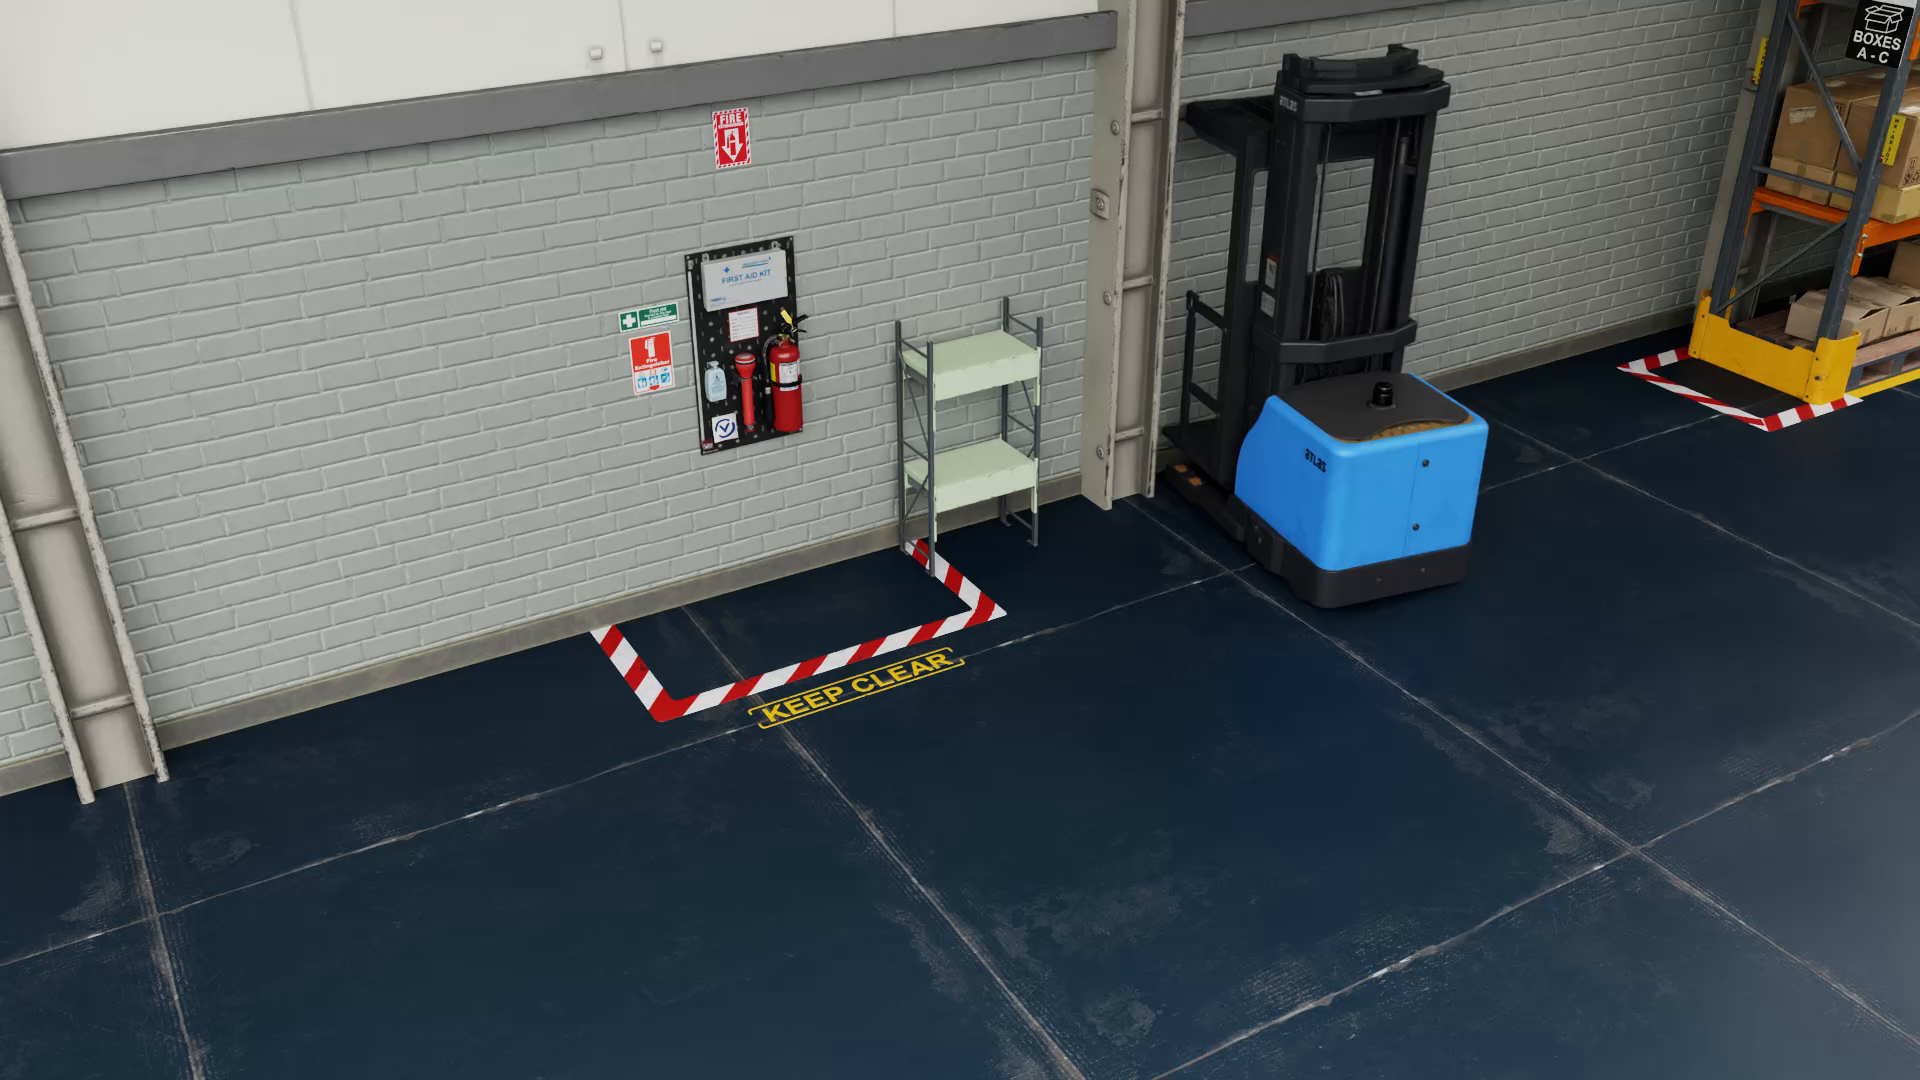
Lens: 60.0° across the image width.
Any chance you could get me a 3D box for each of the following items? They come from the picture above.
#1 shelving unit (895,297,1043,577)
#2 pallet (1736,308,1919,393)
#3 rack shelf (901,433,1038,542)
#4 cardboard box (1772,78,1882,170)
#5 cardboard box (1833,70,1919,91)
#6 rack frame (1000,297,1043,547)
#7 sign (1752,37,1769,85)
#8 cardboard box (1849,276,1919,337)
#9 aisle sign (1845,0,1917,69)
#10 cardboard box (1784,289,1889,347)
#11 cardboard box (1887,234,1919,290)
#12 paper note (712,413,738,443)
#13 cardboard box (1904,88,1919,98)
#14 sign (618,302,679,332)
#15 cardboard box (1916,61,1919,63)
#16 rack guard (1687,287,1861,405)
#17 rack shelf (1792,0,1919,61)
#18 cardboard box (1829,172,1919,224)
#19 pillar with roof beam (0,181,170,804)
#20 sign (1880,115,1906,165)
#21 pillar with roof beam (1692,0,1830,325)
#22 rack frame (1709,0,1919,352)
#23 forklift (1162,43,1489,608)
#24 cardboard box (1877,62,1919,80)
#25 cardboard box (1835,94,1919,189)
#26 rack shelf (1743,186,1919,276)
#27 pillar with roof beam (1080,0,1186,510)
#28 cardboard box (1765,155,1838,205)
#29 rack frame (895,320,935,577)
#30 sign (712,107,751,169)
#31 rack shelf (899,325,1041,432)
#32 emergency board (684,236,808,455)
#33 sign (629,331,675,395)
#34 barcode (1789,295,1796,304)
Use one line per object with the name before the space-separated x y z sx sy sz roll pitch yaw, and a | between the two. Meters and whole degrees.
shelving unit | 0.053 -0.609 9.900 0.755 1.500 0.431 -16 33 -27
pallet | 6.817 -1.535 12.911 1.213 0.211 1.003 -16 33 -26
rack shelf | 0.053 -0.324 10.058 0.720 0.370 0.431 -16 33 -27
cardboard box | 6.332 -3.029 12.090 0.500 0.500 0.500 -16 33 -27
cardboard box | 6.771 -3.148 12.306 0.500 0.500 0.500 -15 32 -26
rack frame | 0.367 -0.700 10.065 0.023 1.500 0.400 -16 33 -27
sign | 5.769 -3.435 11.942 0.005 0.325 0.100 -16 33 -26
cardboard box | 7.167 -1.840 12.905 0.500 0.311 0.500 -13 31 -22
aisle sign | 6.123 -3.549 10.984 0.004 0.787 0.394 -16 33 -26
cardboard box | 6.675 -1.701 12.653 0.500 0.311 0.500 -20 35 -32
cardboard box | 7.825 -2.082 13.147 0.500 0.500 0.700 -18 34 -29
paper note | -1.312 -0.627 9.292 0.142 0.148 0.016 -16 33 -26
cardboard box | 7.028 -2.933 11.917 0.500 0.500 0.500 -16 33 -26
sign | -1.645 -1.180 8.796 0.331 0.109 0.001 -16 33 -26
cardboard box | 7.649 -3.399 12.762 0.500 0.500 0.500 -15 32 -26
rack guard | 6.099 -1.477 12.508 0.348 0.500 1.175 -16 33 -26
rack shelf | 7.758 -4.041 12.206 4.000 0.370 1.077 -16 33 -26
cardboard box | 6.615 -2.484 11.878 0.500 0.250 0.500 -17 33 -28
pillar with roof beam | -1.966 -0.981 2.812 0.400 9.000 9.100 -16 33 -26
sign | 6.308 -2.706 11.252 0.005 0.325 0.100 -16 33 -26
pillar with roof beam | 8.380 -3.918 8.135 0.400 9.000 9.100 -16 33 -26
rack frame | 6.033 -2.553 11.870 0.127 3.000 1.000 -16 33 -26
forklift | 2.004 -1.589 10.193 1.130 2.935 3.031 -10 31 -18
cardboard box | 7.215 -3.276 12.538 0.500 0.500 0.500 -17 33 -28
cardboard box | 6.597 -2.816 11.705 0.500 0.500 0.500 -16 33 -26
rack shelf | 7.758 -2.728 12.931 4.000 0.370 1.077 -16 33 -26
pillar with roof beam | 3.207 -2.449 5.473 0.400 9.000 9.100 -16 33 -26
cardboard box | 6.338 -2.692 12.255 0.500 0.250 0.500 -15 32 -26
rack frame | -0.261 -0.519 9.735 0.023 1.500 0.400 -16 33 -27
sign | -1.182 -2.082 8.617 0.199 0.298 0.001 -16 33 -26
rack shelf | 0.053 -0.951 9.712 0.720 0.370 0.431 -16 33 -27
emergency board | -1.124 -1.027 9.105 0.643 1.169 0.194 -16 33 -26
sign | -1.653 -0.950 8.929 0.234 0.329 0.001 -16 33 -26
barcode | 6.488 -1.876 12.960 0.075 0.075 0.001 -16 33 -26
